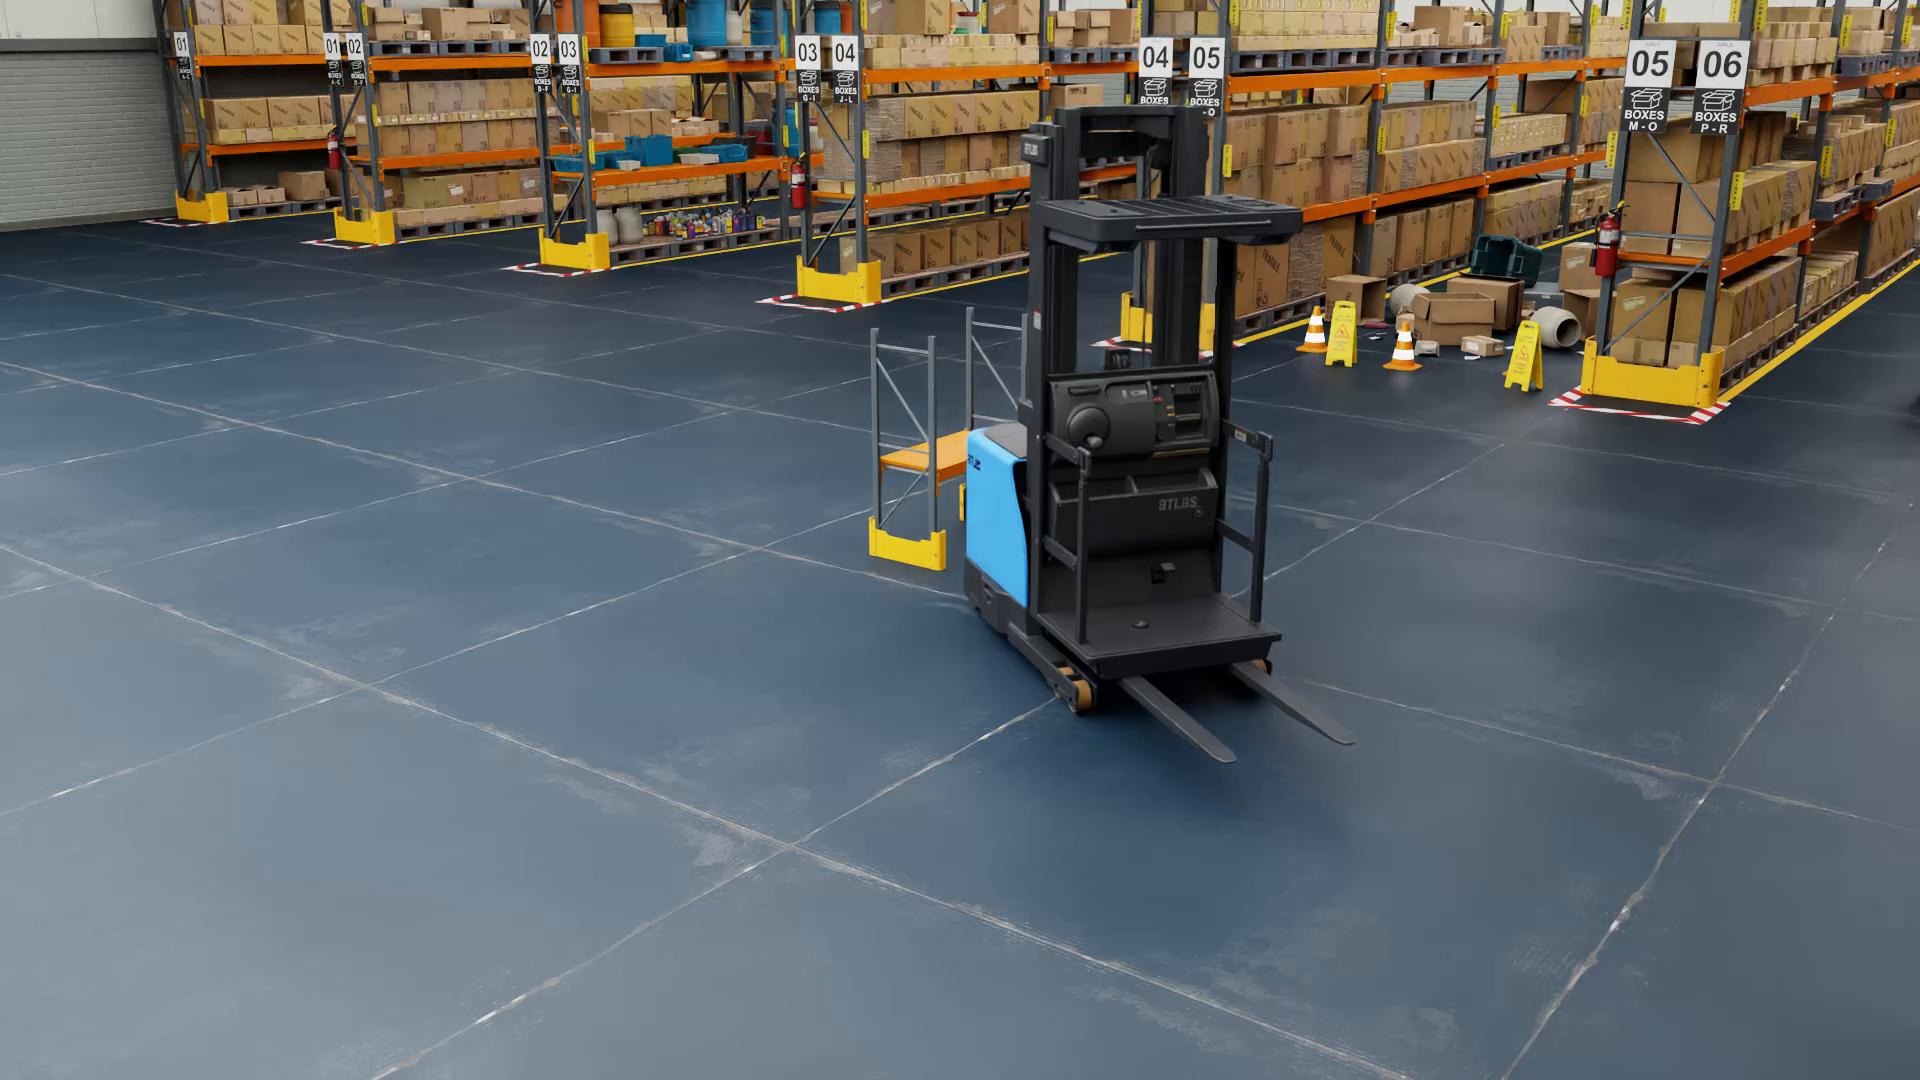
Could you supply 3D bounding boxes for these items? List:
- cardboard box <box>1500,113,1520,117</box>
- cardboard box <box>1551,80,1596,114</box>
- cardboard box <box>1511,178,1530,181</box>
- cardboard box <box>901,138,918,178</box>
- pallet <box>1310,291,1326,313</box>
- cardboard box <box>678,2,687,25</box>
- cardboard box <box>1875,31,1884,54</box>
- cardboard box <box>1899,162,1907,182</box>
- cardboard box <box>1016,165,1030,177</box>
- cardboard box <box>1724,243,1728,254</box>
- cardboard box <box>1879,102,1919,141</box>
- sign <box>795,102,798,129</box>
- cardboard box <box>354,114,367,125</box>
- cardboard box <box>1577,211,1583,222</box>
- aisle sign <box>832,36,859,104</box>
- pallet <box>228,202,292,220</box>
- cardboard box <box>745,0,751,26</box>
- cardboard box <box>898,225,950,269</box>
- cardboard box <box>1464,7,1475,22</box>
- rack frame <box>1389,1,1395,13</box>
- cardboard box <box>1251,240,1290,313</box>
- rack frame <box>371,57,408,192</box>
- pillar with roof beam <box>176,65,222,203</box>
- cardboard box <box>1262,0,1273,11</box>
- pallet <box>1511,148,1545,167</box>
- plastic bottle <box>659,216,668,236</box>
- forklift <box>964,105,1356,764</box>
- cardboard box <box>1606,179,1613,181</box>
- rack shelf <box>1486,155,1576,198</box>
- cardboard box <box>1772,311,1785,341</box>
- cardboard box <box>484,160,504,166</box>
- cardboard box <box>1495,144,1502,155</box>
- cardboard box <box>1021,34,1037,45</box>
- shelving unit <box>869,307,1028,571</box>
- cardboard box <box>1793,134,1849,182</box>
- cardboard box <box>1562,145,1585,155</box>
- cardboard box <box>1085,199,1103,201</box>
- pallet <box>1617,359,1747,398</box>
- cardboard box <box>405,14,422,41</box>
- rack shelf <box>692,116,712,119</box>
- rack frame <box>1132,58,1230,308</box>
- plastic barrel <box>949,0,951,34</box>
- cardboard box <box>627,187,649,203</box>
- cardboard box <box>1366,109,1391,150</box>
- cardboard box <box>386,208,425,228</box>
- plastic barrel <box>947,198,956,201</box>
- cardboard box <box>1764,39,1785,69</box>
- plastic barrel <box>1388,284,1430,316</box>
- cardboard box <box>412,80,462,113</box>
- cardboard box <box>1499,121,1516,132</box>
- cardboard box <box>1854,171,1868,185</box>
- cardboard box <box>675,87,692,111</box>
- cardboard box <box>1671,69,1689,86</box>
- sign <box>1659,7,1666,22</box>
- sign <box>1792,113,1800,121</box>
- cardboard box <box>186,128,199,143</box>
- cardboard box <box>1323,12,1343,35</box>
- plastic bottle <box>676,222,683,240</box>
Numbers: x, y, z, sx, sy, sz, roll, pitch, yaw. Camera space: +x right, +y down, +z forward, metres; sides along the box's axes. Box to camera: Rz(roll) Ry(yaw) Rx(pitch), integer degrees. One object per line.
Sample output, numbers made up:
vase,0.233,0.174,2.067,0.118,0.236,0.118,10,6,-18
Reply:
cardboard box,8.724,-6.740,26.601,0.380,0.149,0.250,13,22,36
cardboard box,9.953,-7.187,26.972,0.500,0.500,0.500,13,22,36
cardboard box,8.836,-5.691,26.753,0.500,0.250,0.500,11,21,32
cardboard box,-1.033,-4.954,21.467,0.875,0.500,0.500,12,21,35
pallet,4.206,-3.051,20.711,1.003,0.211,1.213,12,21,35
cardboard box,-6.140,-12.156,38.385,0.500,0.500,0.500,12,21,34
cardboard box,10.012,-5.574,18.621,0.500,0.250,0.500,12,21,34
cardboard box,12.535,-5.020,22.603,0.500,0.250,0.500,12,21,35
cardboard box,0.750,-5.169,23.255,0.380,0.149,0.250,12,21,35
cardboard box,6.882,-2.733,15.411,0.380,0.149,0.250,13,21,35
cardboard box,12.840,-5.737,22.806,0.500,0.500,0.500,13,22,36
sign,-2.018,-5.304,20.781,0.100,0.325,0.005,12,21,35
cardboard box,-9.463,-6.731,26.599,0.380,0.149,0.250,12,21,34
cardboard box,10.123,-5.387,27.633,0.380,0.149,0.250,13,22,36
aisle sign,-1.380,-5.671,20.065,0.394,0.787,0.004,12,21,35
pallet,-12.961,-5.997,30.199,1.003,0.211,1.213,12,21,35
cardboard box,-4.202,-10.336,32.558,0.500,0.500,0.500,12,21,35
cardboard box,-0.482,-3.944,22.394,0.500,0.500,0.500,15,23,40
cardboard box,7.138,-7.490,23.789,0.396,0.266,0.258,12,21,35
rack frame,7.949,-11.173,32.050,1.000,3.000,0.127,12,21,35
cardboard box,3.213,-3.166,19.255,0.875,0.875,0.875,12,21,34
rack frame,-11.135,-8.076,32.192,1.000,3.000,0.127,12,21,35
pillar with roof beam,-10.339,-9.547,26.814,9.100,9.000,0.400,12,21,35
cardboard box,3.096,-5.682,17.629,0.380,0.149,0.250,12,21,34
pallet,8.252,-5.889,25.474,1.003,0.211,1.213,12,21,35
plastic bottle,-4.562,-4.837,25.600,0.061,0.283,0.133,12,21,35
forklift,0.985,-0.660,8.428,1.130,2.935,3.031,-6,18,-18
cardboard box,11.760,-6.360,29.762,0.380,0.149,0.250,13,21,35
rack shelf,8.297,-5.635,25.545,1.077,0.370,4.000,12,21,35
cardboard box,8.312,-2.269,17.422,0.500,0.250,0.500,12,21,33
cardboard box,-9.812,-7.639,34.257,0.700,0.500,0.500,12,21,34
cardboard box,7.694,-5.718,24.313,0.380,0.149,0.250,14,22,37
cardboard box,0.837,-6.873,22.841,0.380,0.149,0.250,13,22,36
shelving unit,-0.045,-0.698,10.963,0.587,1.500,1.083,12,21,35
cardboard box,9.566,-4.270,18.557,0.500,0.500,0.500,12,21,35
cardboard box,9.921,-6.345,27.041,0.380,0.149,0.250,13,22,37
cardboard box,2.147,-4.985,25.713,0.700,0.500,0.500,15,23,39
pallet,6.932,-1.620,16.104,1.003,0.211,1.213,12,21,35
cardboard box,-10.745,-9.873,32.044,0.500,0.500,0.500,16,24,42
rack shelf,-5.177,-10.114,39.969,1.077,0.370,4.000,12,21,35
rack frame,2.339,-3.597,17.769,1.000,3.000,0.127,12,21,35
plastic barrel,-0.455,-9.251,29.486,0.600,0.830,0.708,12,21,35
cardboard box,-6.103,-6.387,30.680,0.500,0.250,0.500,12,21,33
cardboard box,5.013,-5.194,21.058,0.700,0.500,0.500,12,21,34
cardboard box,-9.040,-5.225,26.939,0.500,0.250,0.500,12,21,35
plastic barrel,-0.253,-6.560,30.798,0.421,0.512,0.421,0,17,0
cardboard box,7.196,-4.440,15.177,0.500,0.250,0.500,12,21,34
plastic barrel,5.278,-2.778,19.476,0.421,0.421,0.512,-4,18,-13
cardboard box,-8.609,-7.284,27.286,0.700,0.500,0.500,13,21,35
cardboard box,8.003,-6.128,24.631,0.380,0.149,0.250,11,21,32
cardboard box,10.610,-4.341,19.882,0.380,0.149,0.250,13,21,36
cardboard box,-6.441,-10.026,37.769,0.500,0.500,0.500,12,21,34
cardboard box,6.363,-4.193,15.055,0.380,0.149,0.250,13,21,35
sign,12.306,-9.160,29.133,0.100,0.325,0.005,12,21,35
sign,10.694,-5.302,21.307,0.100,0.325,0.005,12,21,35
cardboard box,-13.396,-7.207,29.612,0.500,0.250,0.500,13,21,35
cardboard box,4.034,-5.899,18.999,0.500,0.250,0.500,12,21,34
plastic bottle,-4.231,-4.657,25.039,0.097,0.271,0.097,0,17,0
